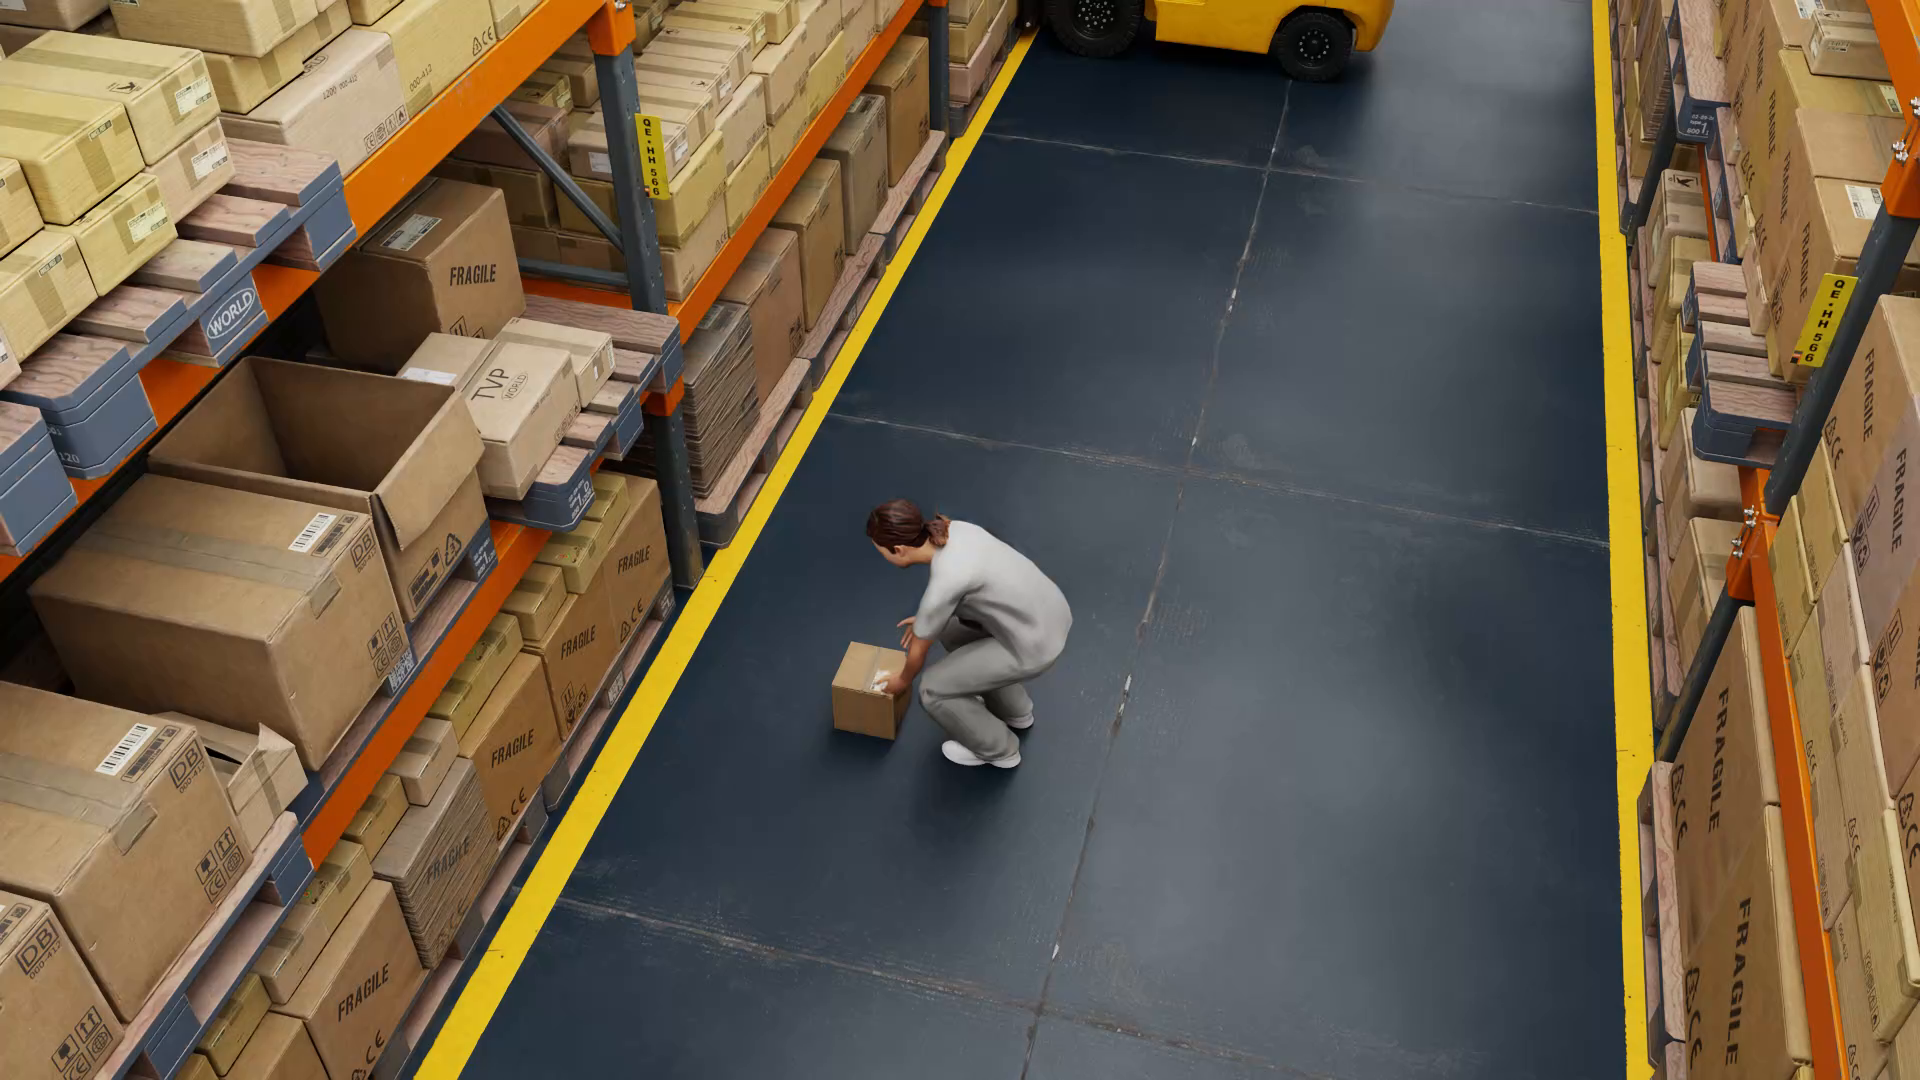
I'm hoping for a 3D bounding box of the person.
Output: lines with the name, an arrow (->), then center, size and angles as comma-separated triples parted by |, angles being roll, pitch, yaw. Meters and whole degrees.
person -> 0.031, 0.347, 6.157 | 0.741, 1.158, 0.496 | 10, 42, 11
